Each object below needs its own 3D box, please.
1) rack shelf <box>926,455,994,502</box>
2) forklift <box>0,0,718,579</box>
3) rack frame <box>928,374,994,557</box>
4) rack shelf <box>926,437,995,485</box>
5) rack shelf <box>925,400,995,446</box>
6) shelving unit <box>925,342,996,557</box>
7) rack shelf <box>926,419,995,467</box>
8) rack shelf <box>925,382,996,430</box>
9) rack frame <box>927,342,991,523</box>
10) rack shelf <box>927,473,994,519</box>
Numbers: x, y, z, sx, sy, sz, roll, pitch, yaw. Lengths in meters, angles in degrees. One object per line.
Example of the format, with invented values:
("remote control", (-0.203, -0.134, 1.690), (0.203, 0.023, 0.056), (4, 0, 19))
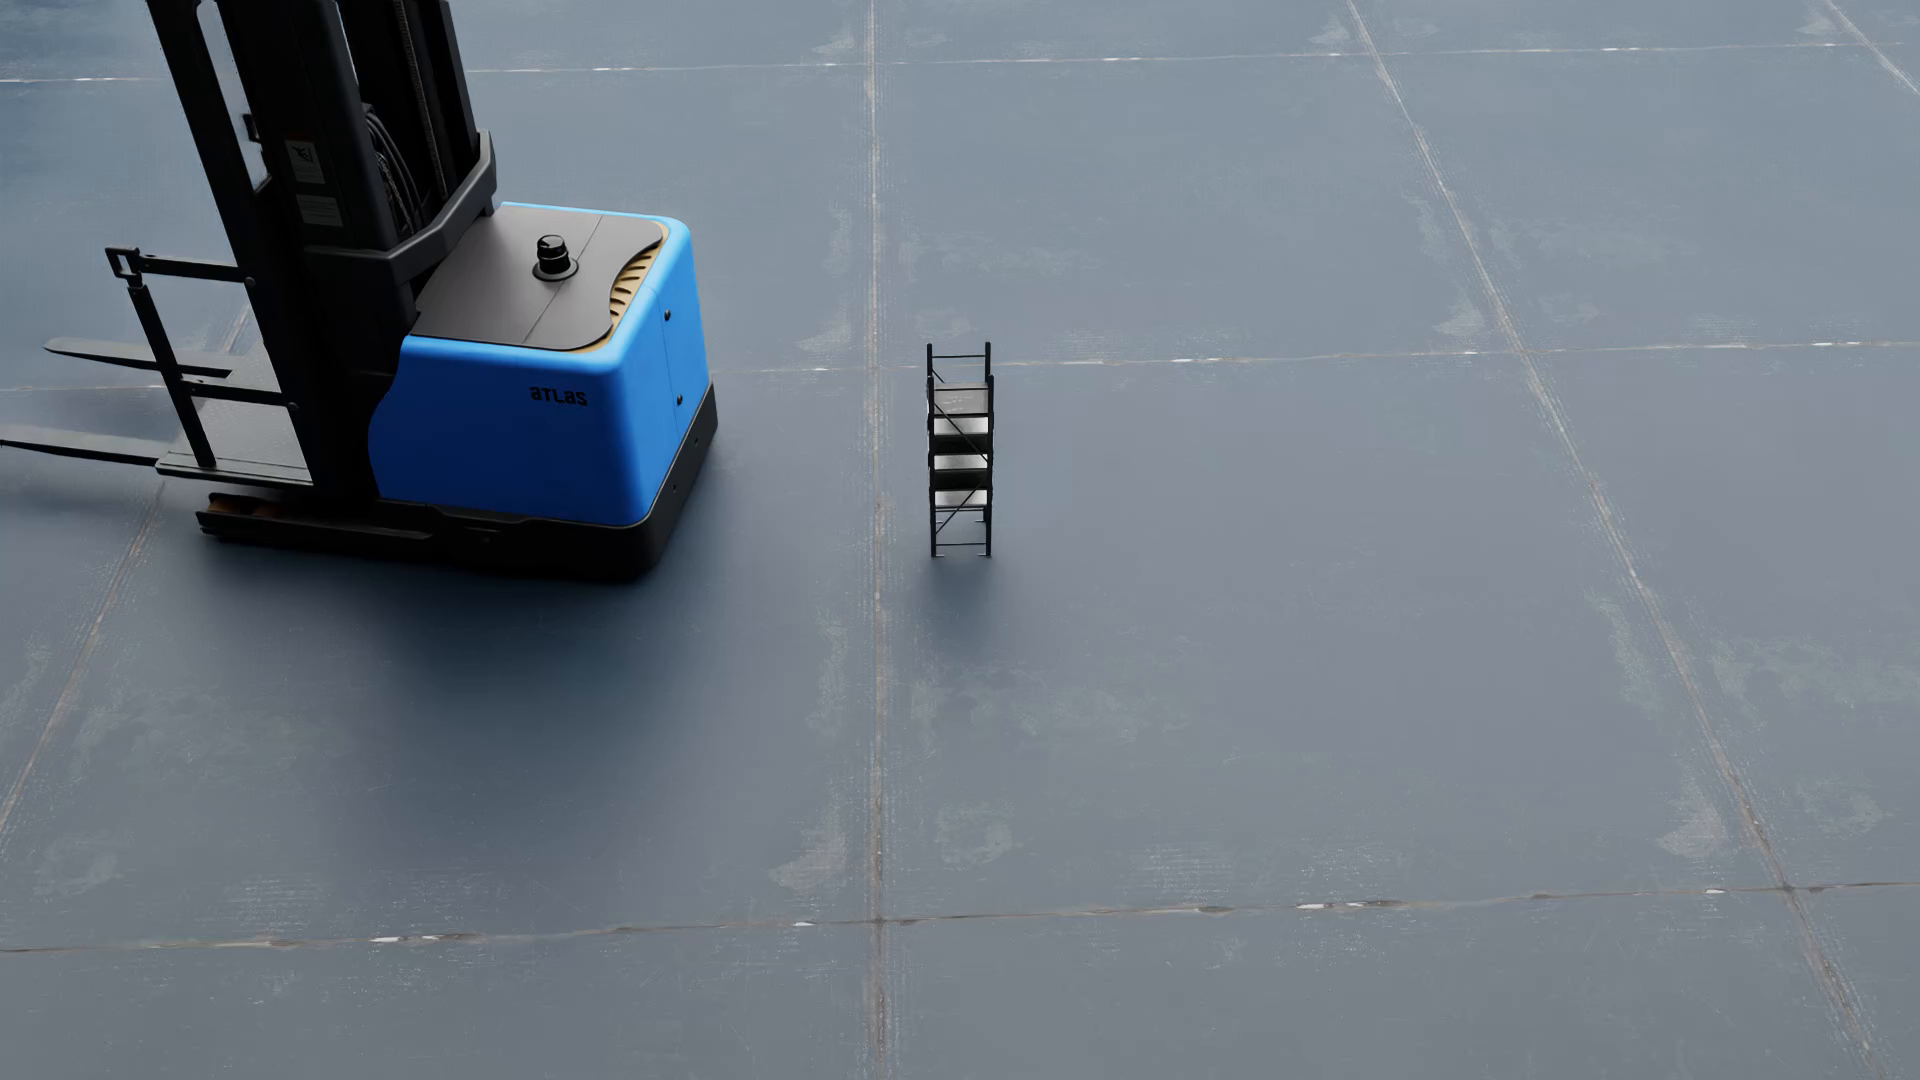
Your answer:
("rack shelf", (0.000, -0.246, 6.535), (0.258, 0.077, 0.200), (-2, 43, -2))
("forklift", (-2.611, -1.408, 6.117), (3.031, 2.935, 1.130), (7, 43, 7))
("rack frame", (0.004, -0.269, 6.377), (0.240, 0.900, 0.006), (-2, 43, -2))
("rack shelf", (0.000, -0.313, 6.474), (0.258, 0.077, 0.200), (-2, 43, -2))
("rack shelf", (0.000, -0.445, 6.353), (0.258, 0.077, 0.200), (-2, 43, -2))
("shelving unit", (0.000, -0.337, 6.452), (0.258, 0.900, 0.210), (-2, 43, -2))
("rack shelf", (0.000, -0.379, 6.414), (0.258, 0.077, 0.200), (-2, 43, -2))
("rack shelf", (0.000, -0.512, 6.292), (0.258, 0.077, 0.200), (-2, 43, -2))
("rack frame", (-0.005, -0.406, 6.527), (0.240, 0.900, 0.006), (-2, 43, -2))
("rack shelf", (0.000, -0.180, 6.596), (0.258, 0.077, 0.200), (-2, 43, -2))
